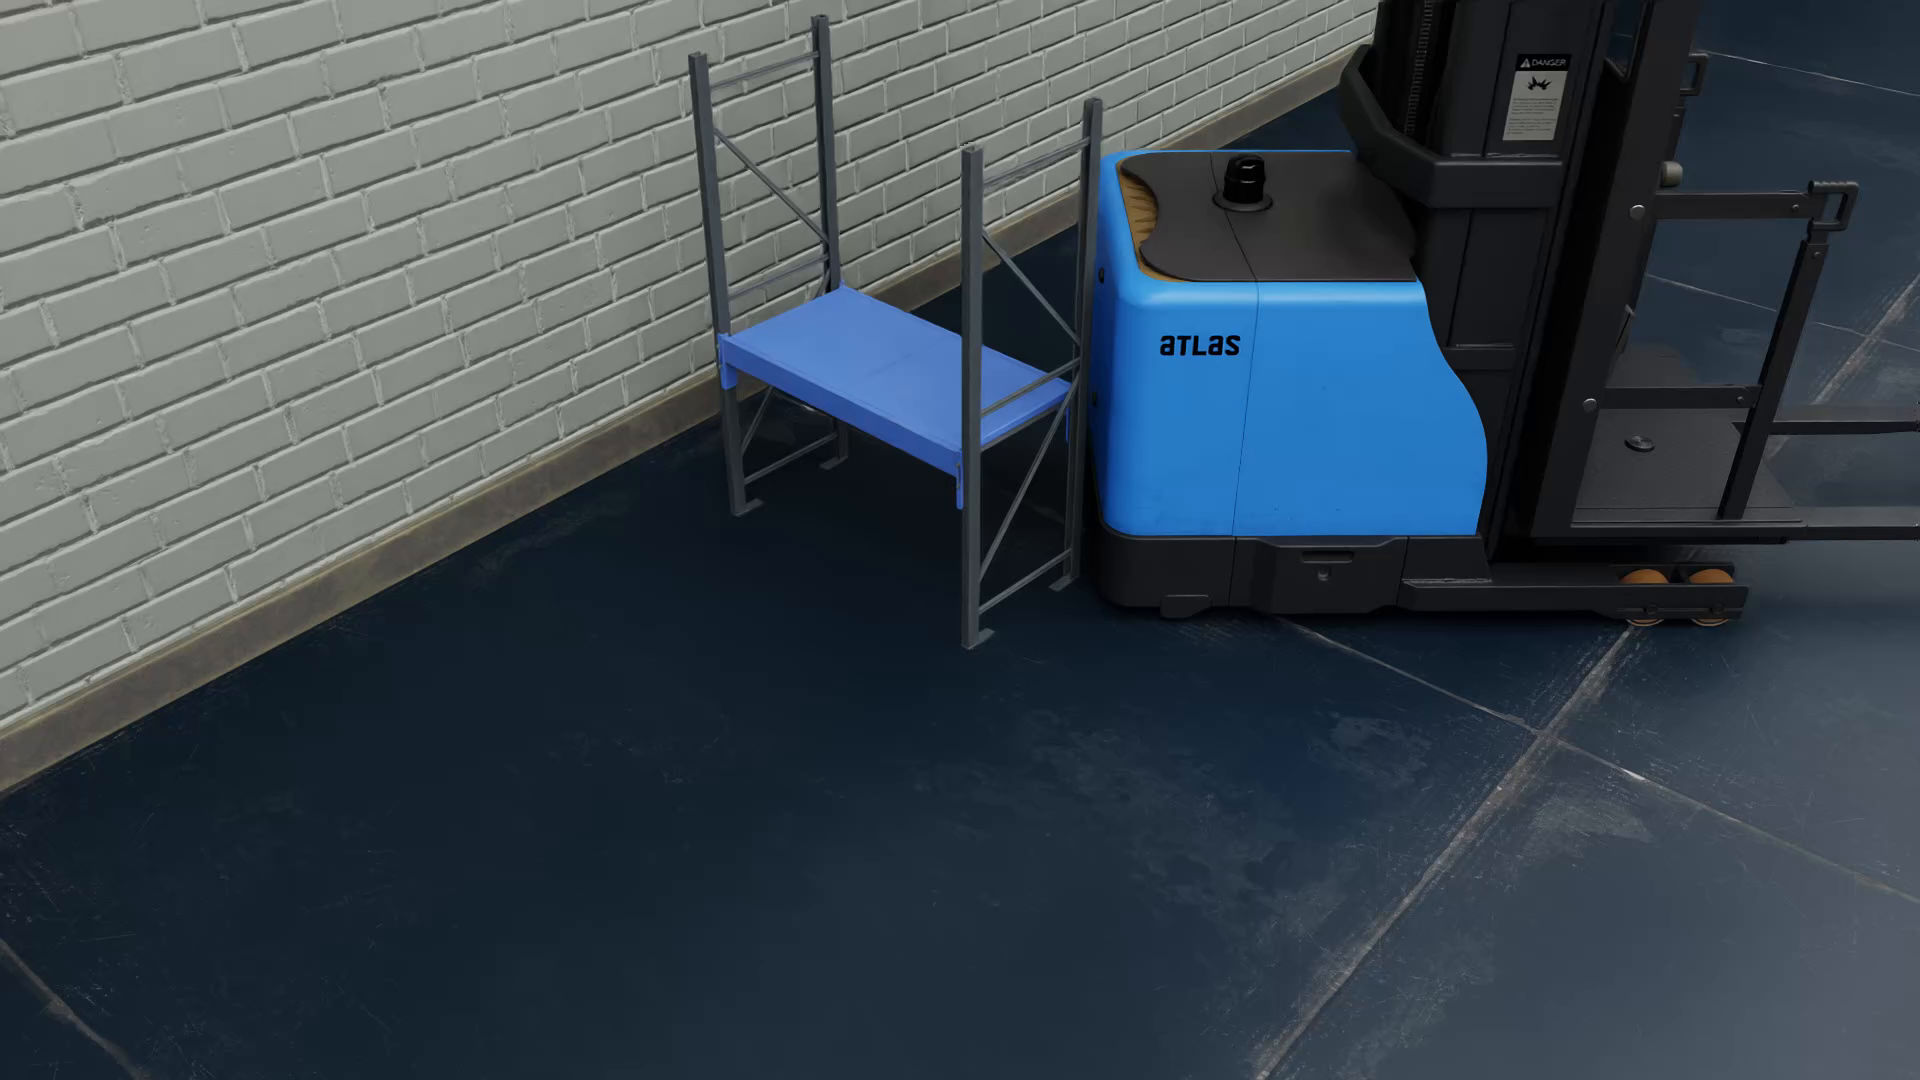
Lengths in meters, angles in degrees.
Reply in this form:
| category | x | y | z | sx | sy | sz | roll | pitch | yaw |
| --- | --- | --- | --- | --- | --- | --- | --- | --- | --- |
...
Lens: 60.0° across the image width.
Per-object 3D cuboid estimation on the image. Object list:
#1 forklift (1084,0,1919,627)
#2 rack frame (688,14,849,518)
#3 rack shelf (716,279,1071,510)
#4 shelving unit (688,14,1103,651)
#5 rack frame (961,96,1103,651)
| category | x | y | z | sx | sy | sz | roll | pitch | yaw |
| --- | --- | --- | --- | --- | --- | --- | --- | --- | --- |
| forklift | 1.912 | -1.257 | 4.491 | 3.031 | 2.935 | 1.130 | 0 | 34 | 0 |
| rack frame | -0.560 | -0.800 | 5.090 | 0.032 | 1.500 | 0.500 | 28 | 43 | 34 |
| rack shelf | -0.187 | -0.455 | 4.906 | 1.000 | 0.185 | 0.538 | 28 | 43 | 34 |
| shelving unit | -0.187 | -0.604 | 4.804 | 1.048 | 1.500 | 0.538 | 28 | 43 | 34 |
| rack frame | 0.185 | -0.408 | 4.519 | 0.032 | 1.500 | 0.500 | 28 | 43 | 34 |
